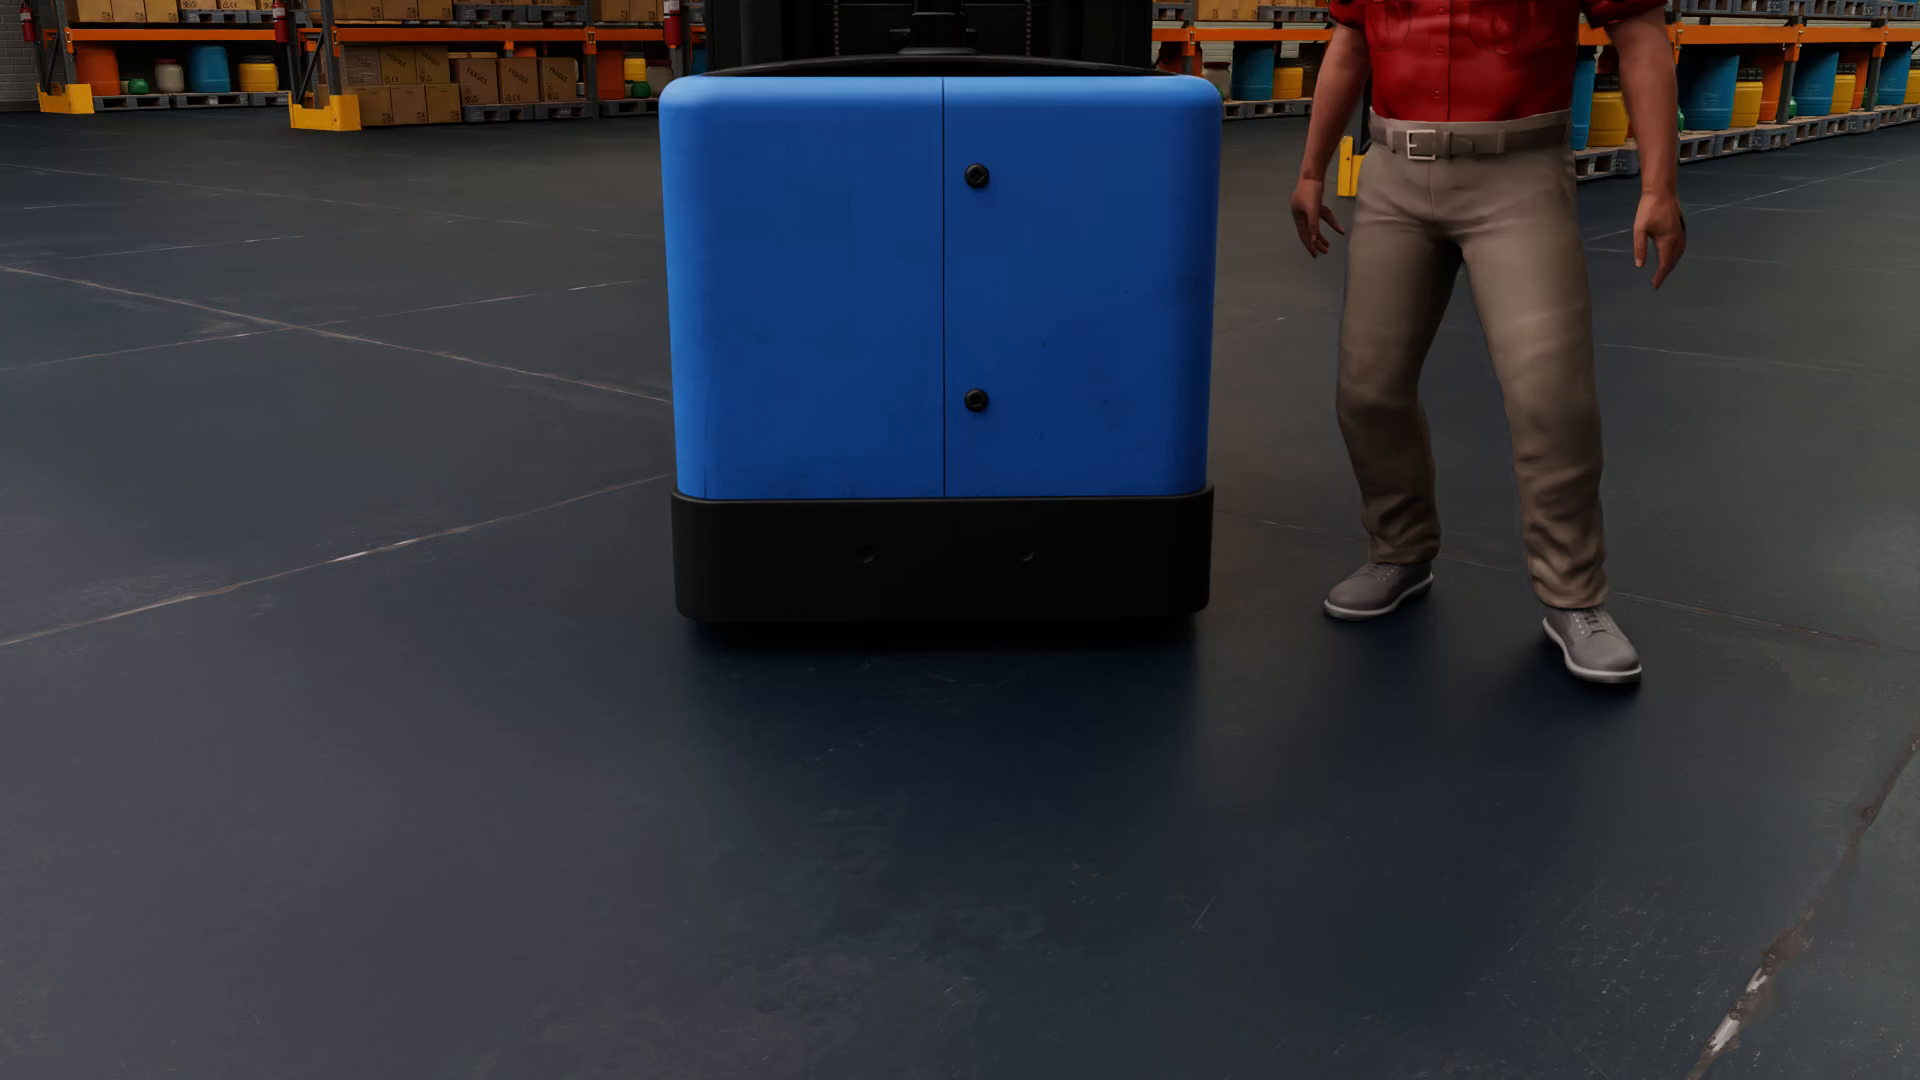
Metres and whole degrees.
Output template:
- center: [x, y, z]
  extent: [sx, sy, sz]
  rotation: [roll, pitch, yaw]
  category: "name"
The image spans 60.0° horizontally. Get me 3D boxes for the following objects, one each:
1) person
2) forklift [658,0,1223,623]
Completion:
- center: [0.986, -0.645, 3.155]
  extent: [0.858, 1.701, 0.390]
  rotation: [13, 21, 36]
  category: "person"
- center: [-0.085, -1.619, 4.228]
  extent: [1.130, 2.935, 3.031]
  rotation: [-1, 17, -2]
  category: "forklift"
